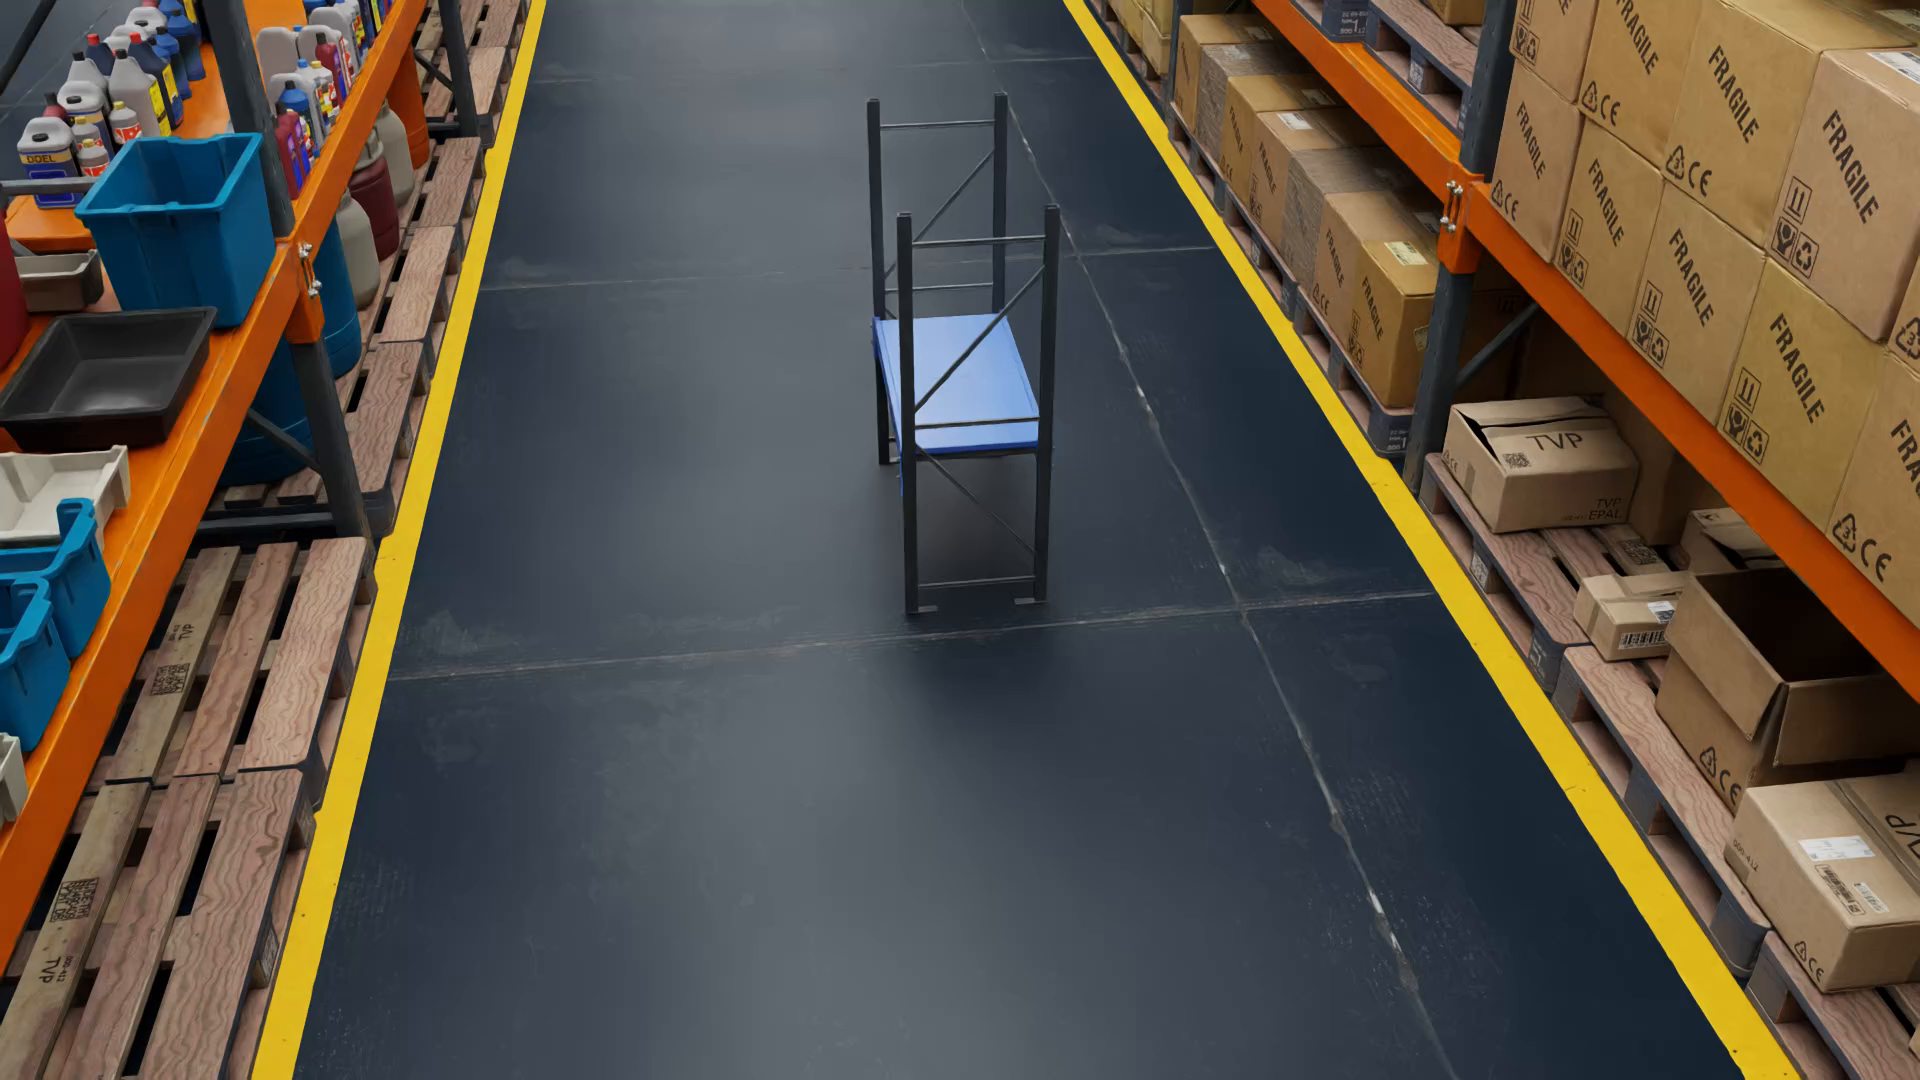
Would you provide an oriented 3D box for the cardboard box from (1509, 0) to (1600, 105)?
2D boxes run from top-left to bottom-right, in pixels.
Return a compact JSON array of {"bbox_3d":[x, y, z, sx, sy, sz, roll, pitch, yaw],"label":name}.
[{"bbox_3d":[2.042,-1.656,5.040,0.500,0.500,0.500,-4,34,-5],"label":"cardboard box"}]

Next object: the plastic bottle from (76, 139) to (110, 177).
[{"bbox_3d":[-2.904,-1.246,5.592,0.097,0.201,0.097,0,34,0],"label":"plastic bottle"}]

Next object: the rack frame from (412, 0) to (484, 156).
[{"bbox_3d":[-3.190,-3.345,8.495,1.000,3.000,0.127,-4,35,-6],"label":"rack frame"}]

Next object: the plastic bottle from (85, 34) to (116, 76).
[{"bbox_3d":[-3.124,-1.684,6.101,0.144,0.351,0.185,-4,35,-6],"label":"plastic bottle"}]

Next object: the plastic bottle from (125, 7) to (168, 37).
[{"bbox_3d":[-3.191,-1.947,6.554,0.152,0.276,0.135,-4,35,-6],"label":"plastic bottle"}]

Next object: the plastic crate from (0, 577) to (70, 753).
[{"bbox_3d":[-1.998,0.266,3.292,0.416,0.233,0.300,-4,35,-6],"label":"plastic crate"}]

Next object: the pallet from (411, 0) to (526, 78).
[{"bbox_3d":[-3.416,-3.307,10.916,1.003,0.211,1.213,-4,35,-6],"label":"pallet"}]

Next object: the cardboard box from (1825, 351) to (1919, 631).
[{"bbox_3d":[2.330,-0.093,3.634,0.500,0.500,0.500,-4,34,-6],"label":"cardboard box"}]

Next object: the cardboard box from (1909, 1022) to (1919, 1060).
[{"bbox_3d":[2.513,1.217,3.925,0.380,0.166,0.250,-4,35,-6],"label":"cardboard box"}]

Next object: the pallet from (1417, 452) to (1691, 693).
[{"bbox_3d":[2.349,0.050,5.990,1.003,0.211,1.213,-4,35,-6],"label":"pallet"}]

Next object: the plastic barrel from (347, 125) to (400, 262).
[{"bbox_3d":[-2.955,-1.620,7.733,0.600,0.588,0.708,-4,35,-6],"label":"plastic barrel"}]

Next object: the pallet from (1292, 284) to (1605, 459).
[{"bbox_3d":[2.110,-0.785,7.214,1.003,0.211,1.213,-4,35,-6],"label":"pallet"}]

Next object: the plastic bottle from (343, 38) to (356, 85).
[{"bbox_3d":[-2.449,-1.902,6.553,0.097,0.201,0.097,0,34,0],"label":"plastic bottle"}]

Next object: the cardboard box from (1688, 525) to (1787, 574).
[{"bbox_3d":[2.716,0.158,5.351,0.500,0.311,0.500,-4,35,-6],"label":"cardboard box"}]

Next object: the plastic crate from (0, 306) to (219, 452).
[{"bbox_3d":[-2.235,-0.420,4.394,0.437,0.125,0.590,-4,35,-6],"label":"plastic crate"}]

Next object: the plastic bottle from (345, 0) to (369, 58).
[{"bbox_3d":[-2.494,-2.114,6.803,0.097,0.271,0.097,0,34,0],"label":"plastic bottle"}]

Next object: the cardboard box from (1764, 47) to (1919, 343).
[{"bbox_3d":[2.251,-0.794,3.774,0.500,0.500,0.500,-3,34,-5],"label":"cardboard box"}]

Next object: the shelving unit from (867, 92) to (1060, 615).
[{"bbox_3d":[-0.011,-0.667,5.897,0.538,1.500,1.048,-4,35,-6],"label":"shelving unit"}]

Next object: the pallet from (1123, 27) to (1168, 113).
[{"bbox_3d":[1.647,-3.028,10.506,1.003,0.211,1.213,-4,35,-6],"label":"pallet"}]

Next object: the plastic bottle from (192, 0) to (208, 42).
[{"bbox_3d":[-3.265,-2.254,7.004,0.152,0.276,0.135,-4,35,-6],"label":"plastic bottle"}]

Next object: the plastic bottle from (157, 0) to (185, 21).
[{"bbox_3d":[-3.192,-2.087,6.763,0.097,0.271,0.097,0,34,0],"label":"plastic bottle"}]

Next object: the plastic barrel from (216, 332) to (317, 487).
[{"bbox_3d":[-2.708,-0.724,6.140,0.600,0.901,0.708,-4,35,-6],"label":"plastic barrel"}]

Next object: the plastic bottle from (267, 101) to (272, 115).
[{"bbox_3d":[-2.507,-1.503,5.968,0.097,0.201,0.097,0,34,0],"label":"plastic bottle"}]

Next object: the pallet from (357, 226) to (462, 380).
[{"bbox_3d":[-2.882,-1.077,7.643,1.003,0.211,1.213,-4,35,-6],"label":"pallet"}]

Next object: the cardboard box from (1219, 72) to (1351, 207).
[{"bbox_3d":[1.636,-2.020,8.379,0.500,0.500,0.500,-5,35,-7],"label":"cardboard box"}]

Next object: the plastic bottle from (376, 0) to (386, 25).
[{"bbox_3d":[-2.579,-2.402,7.154,0.144,0.351,0.185,-4,35,-6],"label":"plastic bottle"}]

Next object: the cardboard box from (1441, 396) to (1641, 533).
[{"bbox_3d":[2.099,-0.306,6.033,0.500,0.311,0.500,-4,35,-6],"label":"cardboard box"}]

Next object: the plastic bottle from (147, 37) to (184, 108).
[{"bbox_3d":[-3.021,-1.761,6.284,0.097,0.271,0.097,0,34,0],"label":"plastic bottle"}]

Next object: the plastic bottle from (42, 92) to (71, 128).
[{"bbox_3d":[-3.101,-1.386,5.724,0.061,0.283,0.133,-4,35,-6],"label":"plastic bottle"}]

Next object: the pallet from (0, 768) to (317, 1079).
[{"bbox_3d":[-2.347,1.129,4.406,1.003,0.211,1.213,-4,35,-6],"label":"pallet"}]

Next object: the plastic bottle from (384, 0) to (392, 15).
[{"bbox_3d":[-2.559,-2.466,7.308,0.061,0.283,0.133,-4,35,-6],"label":"plastic bottle"}]

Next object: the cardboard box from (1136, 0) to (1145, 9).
[{"bbox_3d":[1.328,-3.551,10.367,0.500,0.311,0.500,-5,35,-7],"label":"cardboard box"}]

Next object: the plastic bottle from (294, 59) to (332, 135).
[{"bbox_3d":[-2.374,-1.618,6.075,0.097,0.271,0.097,0,34,0],"label":"plastic bottle"}]

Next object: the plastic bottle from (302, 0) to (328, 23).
[{"bbox_3d":[-2.650,-2.158,6.867,0.097,0.271,0.097,0,34,0],"label":"plastic bottle"}]

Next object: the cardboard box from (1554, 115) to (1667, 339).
[{"bbox_3d":[2.128,-0.937,4.873,0.500,0.500,0.500,-4,34,-6],"label":"cardboard box"}]

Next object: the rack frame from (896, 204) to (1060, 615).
[{"bbox_3d":[0.057,-0.384,5.481,0.500,1.500,0.032,-4,35,-6],"label":"rack frame"}]

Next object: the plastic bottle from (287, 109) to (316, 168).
[{"bbox_3d":[-2.330,-1.405,5.825,0.097,0.201,0.097,0,34,0],"label":"plastic bottle"}]

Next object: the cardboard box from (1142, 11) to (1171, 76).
[{"bbox_3d":[1.407,-3.031,10.102,0.500,0.250,0.500,-4,34,-5],"label":"cardboard box"}]

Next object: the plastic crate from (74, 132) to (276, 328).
[{"bbox_3d":[-2.251,-0.897,4.863,0.392,0.384,0.575,-4,35,-6],"label":"plastic crate"}]

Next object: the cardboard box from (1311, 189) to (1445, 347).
[{"bbox_3d":[1.849,-1.165,7.125,0.500,0.500,0.500,-4,35,-6],"label":"cardboard box"}]

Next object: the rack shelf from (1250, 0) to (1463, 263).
[{"bbox_3d":[1.988,-2.305,7.608,1.077,0.370,4.000,-4,35,-6],"label":"rack shelf"}]
